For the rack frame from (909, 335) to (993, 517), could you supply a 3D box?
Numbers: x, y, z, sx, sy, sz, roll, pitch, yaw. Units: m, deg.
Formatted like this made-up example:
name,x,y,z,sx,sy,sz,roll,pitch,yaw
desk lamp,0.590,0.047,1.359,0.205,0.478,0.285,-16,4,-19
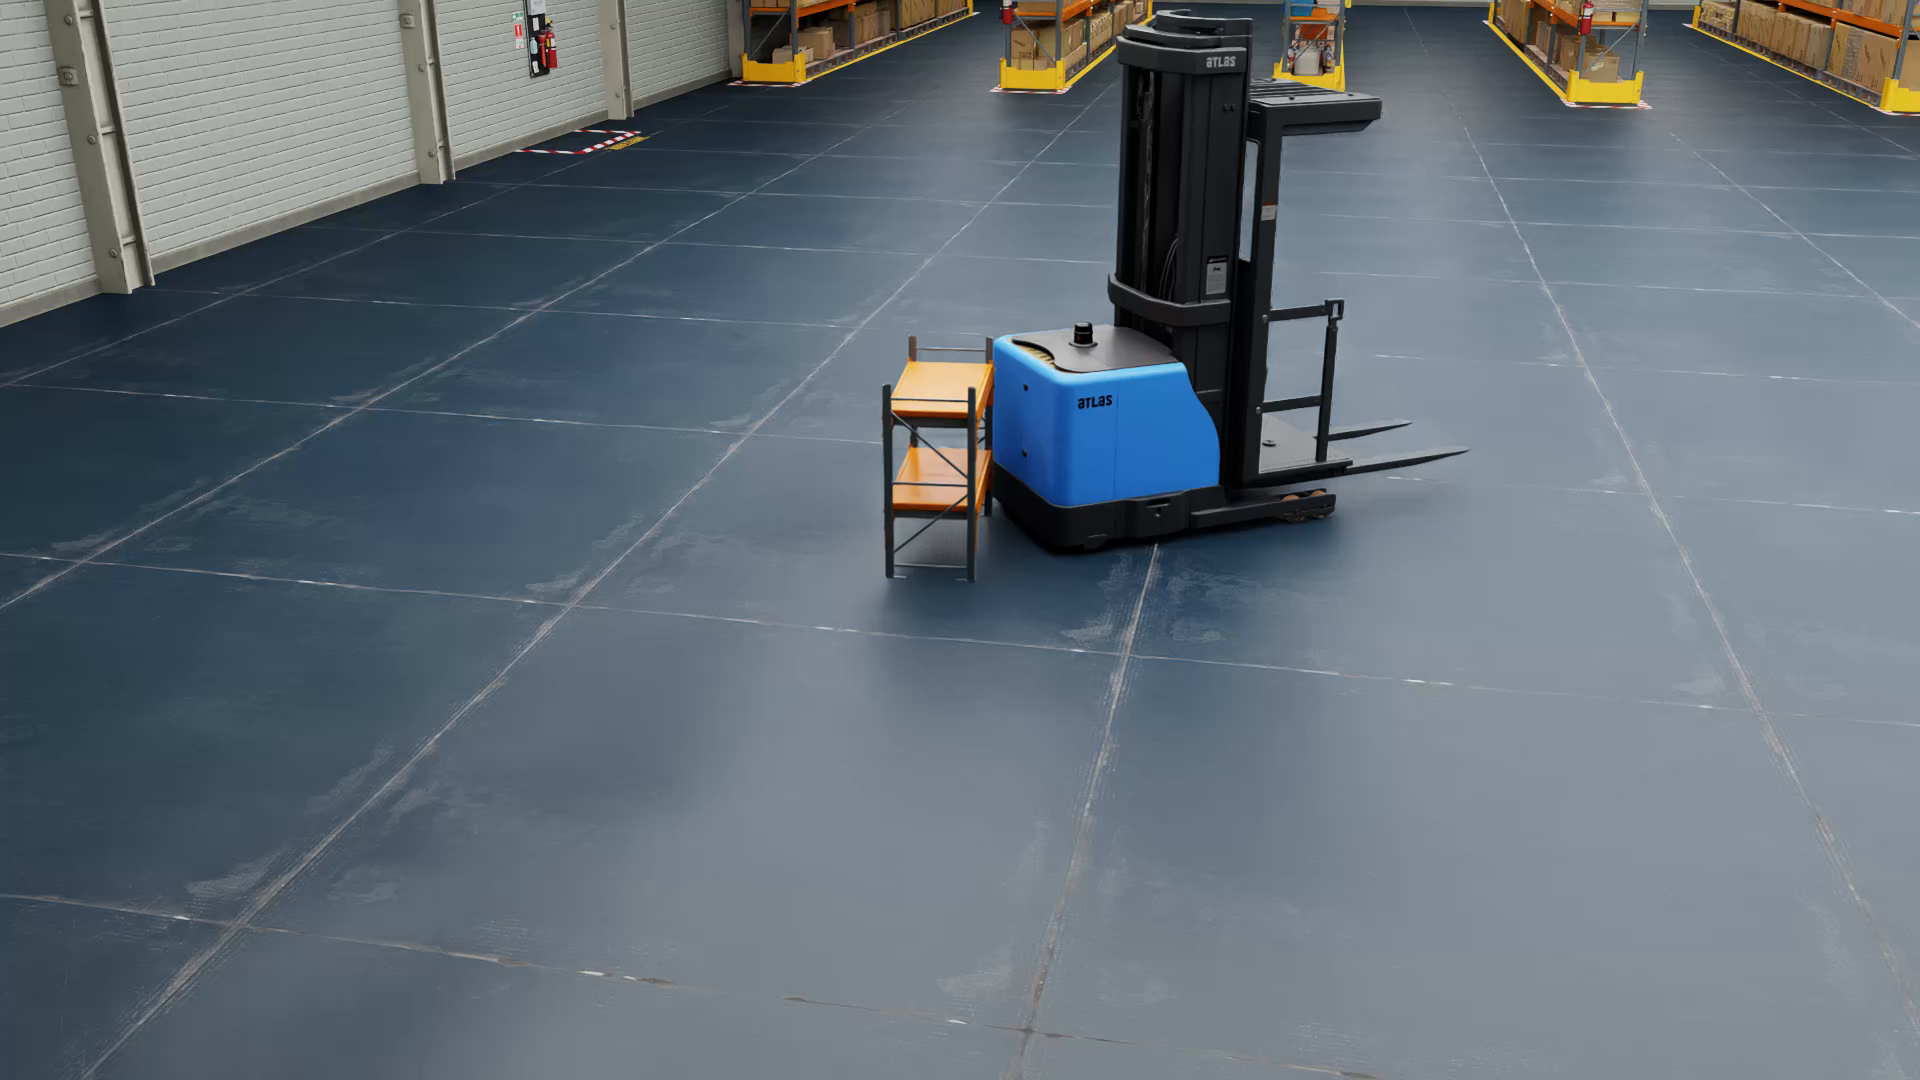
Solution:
name,x,y,z,sx,sy,sz,roll,pitch,yaw
rack frame,-0.054,-0.678,10.032,0.500,1.125,0.032,2,22,6

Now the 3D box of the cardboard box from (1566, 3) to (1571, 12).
name,x,y,z,sx,sy,sz,roll,pitch,yaw
cardboard box,11.210,-9.650,30.135,0.380,0.149,0.250,4,22,11

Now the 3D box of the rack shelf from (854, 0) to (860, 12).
name,x,y,z,sx,sy,sz,roll,pitch,yaw
rack shelf,-2.298,-11.902,36.354,1.077,0.370,4.000,4,22,11

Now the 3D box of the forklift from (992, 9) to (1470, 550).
name,x,y,z,sx,sy,sz,roll,pitch,yaw
forklift,1.755,-1.637,9.996,3.031,2.935,1.130,-9,23,-20

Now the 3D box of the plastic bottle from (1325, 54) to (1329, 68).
name,x,y,z,sx,sy,sz,roll,pitch,yaw
plastic bottle,6.921,-8.989,31.222,0.097,0.271,0.097,0,22,0

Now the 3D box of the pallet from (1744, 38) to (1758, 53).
name,x,y,z,sx,sy,sz,roll,pitch,yaw
pallet,17.904,-10.856,36.527,1.003,0.211,1.213,4,22,11

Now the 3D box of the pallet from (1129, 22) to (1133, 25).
name,x,y,z,sx,sy,sz,roll,pitch,yaw
pallet,3.647,-12.460,40.509,1.003,0.211,1.213,4,22,11

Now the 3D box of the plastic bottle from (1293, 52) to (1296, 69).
name,x,y,z,sx,sy,sz,roll,pitch,yaw
plastic bottle,6.304,-9.018,31.276,0.061,0.283,0.133,4,22,11

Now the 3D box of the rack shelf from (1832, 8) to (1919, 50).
name,x,y,z,sx,sy,sz,roll,pitch,yaw
rack shelf,16.268,-8.891,28.878,1.077,0.370,4.000,4,22,11

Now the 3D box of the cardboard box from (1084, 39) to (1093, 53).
name,x,y,z,sx,sy,sz,roll,pitch,yaw
cardboard box,2.469,-10.176,34.224,0.500,0.250,0.500,4,22,10

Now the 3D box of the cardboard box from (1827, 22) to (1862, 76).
name,x,y,z,sx,sy,sz,roll,pitch,yaw
cardboard box,16.479,-8.941,30.321,0.875,0.875,0.875,5,22,12

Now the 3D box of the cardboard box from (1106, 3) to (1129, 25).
name,x,y,z,sx,sy,sz,roll,pitch,yaw
cardboard box,3.744,-12.533,39.714,0.500,0.500,0.500,5,22,12

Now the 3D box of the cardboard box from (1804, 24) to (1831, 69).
name,x,y,z,sx,sy,sz,roll,pitch,yaw
cardboard box,16.714,-9.342,31.483,1.050,0.750,0.750,4,22,11

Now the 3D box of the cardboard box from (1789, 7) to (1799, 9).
name,x,y,z,sx,sy,sz,roll,pitch,yaw
cardboard box,17.973,-11.222,35.482,0.500,0.250,0.500,4,22,10

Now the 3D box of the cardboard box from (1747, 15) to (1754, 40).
name,x,y,z,sx,sy,sz,roll,pitch,yaw
cardboard box,17.698,-11.281,36.633,0.500,0.500,0.500,5,22,12

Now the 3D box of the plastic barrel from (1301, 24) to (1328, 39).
name,x,y,z,sx,sy,sz,roll,pitch,yaw
plastic barrel,7.891,-11.580,36.935,0.600,0.830,0.708,4,22,11

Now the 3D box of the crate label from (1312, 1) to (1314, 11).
name,x,y,z,sx,sy,sz,roll,pitch,yaw
crate label,6.287,-9.996,30.612,0.502,0.435,0.616,4,22,11

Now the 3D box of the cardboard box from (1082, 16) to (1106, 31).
name,x,y,z,sx,sy,sz,roll,pitch,yaw
cardboard box,2.889,-11.185,35.979,0.500,0.311,0.500,4,22,11

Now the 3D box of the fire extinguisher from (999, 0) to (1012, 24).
name,x,y,z,sx,sy,sz,roll,pitch,yaw
fire extinguisher,0.849,-9.621,29.832,0.296,0.674,0.183,4,22,11

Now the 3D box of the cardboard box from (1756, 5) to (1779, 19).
name,x,y,z,sx,sy,sz,roll,pitch,yaw
cardboard box,17.586,-11.443,36.031,0.500,0.250,0.500,5,22,12

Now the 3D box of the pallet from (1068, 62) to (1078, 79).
name,x,y,z,sx,sy,sz,roll,pitch,yaw
pallet,1.694,-9.099,32.165,1.003,0.211,1.213,4,22,11

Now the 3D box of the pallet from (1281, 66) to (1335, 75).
name,x,y,z,sx,sy,sz,roll,pitch,yaw
pallet,6.568,-8.766,31.336,1.003,0.211,1.213,4,22,11

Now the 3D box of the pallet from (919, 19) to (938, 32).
name,x,y,z,sx,sy,sz,roll,pitch,yaw
pallet,-1.158,-12.849,41.474,1.003,0.211,1.213,4,22,11

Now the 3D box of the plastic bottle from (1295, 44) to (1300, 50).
name,x,y,z,sx,sy,sz,roll,pitch,yaw
plastic bottle,6.562,-9.450,32.259,0.144,0.351,0.185,4,22,11

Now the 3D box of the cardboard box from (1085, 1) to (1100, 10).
name,x,y,z,sx,sy,sz,roll,pitch,yaw
cardboard box,2.928,-12.364,38.292,0.500,0.250,0.500,5,23,13

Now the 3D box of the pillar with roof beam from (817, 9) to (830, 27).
name,x,y,z,sx,sy,sz,roll,pitch,yaw
pillar with roof beam,1.212,-15.012,35.083,9.100,9.000,0.400,4,22,11

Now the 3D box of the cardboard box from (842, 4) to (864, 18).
name,x,y,z,sx,sy,sz,roll,pitch,yaw
cardboard box,-2.384,-11.519,36.193,0.500,0.250,0.500,4,22,9

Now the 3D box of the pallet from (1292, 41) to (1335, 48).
name,x,y,z,sx,sy,sz,roll,pitch,yaw
pallet,7.612,-10.638,35.985,1.003,0.211,1.213,4,22,11

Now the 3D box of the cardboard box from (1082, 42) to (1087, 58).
name,x,y,z,sx,sy,sz,roll,pitch,yaw
cardboard box,2.263,-9.861,33.442,0.500,0.250,0.500,4,22,11

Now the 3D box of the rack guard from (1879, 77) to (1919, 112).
name,x,y,z,sx,sy,sz,roll,pitch,yaw
rack guard,15.855,-7.325,27.373,1.175,0.500,0.348,4,22,11

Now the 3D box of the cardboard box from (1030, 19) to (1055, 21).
name,x,y,z,sx,sy,sz,roll,pitch,yaw
cardboard box,1.648,-10.066,32.947,0.500,0.500,0.500,4,22,11

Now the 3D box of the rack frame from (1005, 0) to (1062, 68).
name,x,y,z,sx,sy,sz,roll,pitch,yaw
rack frame,1.328,-9.665,29.837,1.000,3.000,0.127,4,22,11

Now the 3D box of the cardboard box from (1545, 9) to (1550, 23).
name,x,y,z,sx,sy,sz,roll,pitch,yaw
cardboard box,12.550,-10.980,34.854,0.500,0.250,0.500,5,23,13

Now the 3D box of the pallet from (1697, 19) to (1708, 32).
name,x,y,z,sx,sy,sz,roll,pitch,yaw
pallet,18.909,-12.729,41.178,1.003,0.211,1.213,4,22,11

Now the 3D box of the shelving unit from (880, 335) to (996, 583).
name,x,y,z,sx,sy,sz,roll,pitch,yaw
shelving unit,-0.109,-0.489,9.563,0.538,1.125,1.048,2,22,6

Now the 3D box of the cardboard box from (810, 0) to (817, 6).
name,x,y,z,sx,sy,sz,roll,pitch,yaw
cardboard box,-3.020,-10.326,31.653,0.500,0.250,0.500,4,22,9

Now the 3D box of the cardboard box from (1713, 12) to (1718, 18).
name,x,y,z,sx,sy,sz,roll,pitch,yaw
cardboard box,18.572,-12.801,40.480,0.380,0.149,0.250,3,22,8

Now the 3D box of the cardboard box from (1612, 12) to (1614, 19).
name,x,y,z,sx,sy,sz,roll,pitch,yaw
cardboard box,11.386,-8.968,28.442,0.380,0.149,0.250,4,22,11

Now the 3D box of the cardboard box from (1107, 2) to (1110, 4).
name,x,y,z,sx,sy,sz,roll,pitch,yaw
cardboard box,3.341,-12.744,40.239,0.500,0.500,0.500,5,22,12

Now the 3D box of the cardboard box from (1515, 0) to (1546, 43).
name,x,y,z,sx,sy,sz,roll,pitch,yaw
cardboard box,12.818,-11.294,36.164,1.225,0.875,0.875,3,22,8

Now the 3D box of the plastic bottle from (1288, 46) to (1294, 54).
name,x,y,z,sx,sy,sz,roll,pitch,yaw
plastic bottle,6.296,-9.236,31.729,0.144,0.351,0.185,4,22,10

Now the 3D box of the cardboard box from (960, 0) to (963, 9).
name,x,y,z,sx,sy,sz,roll,pitch,yaw
cardboard box,-0.303,-14.665,45.034,0.700,0.500,0.500,4,22,11

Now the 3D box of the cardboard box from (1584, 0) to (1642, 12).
name,x,y,z,sx,sy,sz,roll,pitch,yaw
cardboard box,11.164,-9.292,28.378,0.875,0.500,0.500,4,22,11

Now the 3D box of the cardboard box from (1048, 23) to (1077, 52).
name,x,y,z,sx,sy,sz,roll,pitch,yaw
cardboard box,1.963,-9.660,31.938,0.500,0.500,0.500,4,22,11

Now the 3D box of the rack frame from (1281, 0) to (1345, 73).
name,x,y,z,sx,sy,sz,roll,pitch,yaw
rack frame,6.176,-9.286,28.896,1.000,3.000,0.127,4,22,11

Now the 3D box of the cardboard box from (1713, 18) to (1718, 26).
name,x,y,z,sx,sy,sz,roll,pitch,yaw
cardboard box,18.402,-12.484,40.089,0.380,0.149,0.250,4,22,11

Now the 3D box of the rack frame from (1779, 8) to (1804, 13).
name,x,y,z,sx,sy,sz,roll,pitch,yaw
rack frame,17.492,-11.419,34.192,1.000,3.000,0.127,4,22,11

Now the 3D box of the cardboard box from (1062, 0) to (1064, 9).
name,x,y,z,sx,sy,sz,roll,pitch,yaw
cardboard box,1.538,-10.074,30.717,0.700,0.500,0.500,5,22,12

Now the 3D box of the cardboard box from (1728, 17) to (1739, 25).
name,x,y,z,sx,sy,sz,roll,pitch,yaw
cardboard box,18.061,-12.032,38.570,0.380,0.149,0.250,5,22,12

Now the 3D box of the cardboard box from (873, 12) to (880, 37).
name,x,y,z,sx,sy,sz,roll,pitch,yaw
cardboard box,-2.205,-11.565,37.311,0.700,0.500,0.500,4,22,11

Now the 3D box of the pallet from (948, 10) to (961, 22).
name,x,y,z,sx,sy,sz,roll,pitch,yaw
pallet,-0.596,-13.856,43.976,1.003,0.211,1.213,4,22,11

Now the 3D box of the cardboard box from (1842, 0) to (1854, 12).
name,x,y,z,sx,sy,sz,roll,pitch,yaw
cardboard box,16.612,-9.890,30.195,0.875,0.550,0.550,4,22,11

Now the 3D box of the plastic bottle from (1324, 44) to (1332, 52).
name,x,y,z,sx,sy,sz,roll,pitch,yaw
plastic bottle,7.104,-9.397,32.127,0.144,0.351,0.185,3,22,8
